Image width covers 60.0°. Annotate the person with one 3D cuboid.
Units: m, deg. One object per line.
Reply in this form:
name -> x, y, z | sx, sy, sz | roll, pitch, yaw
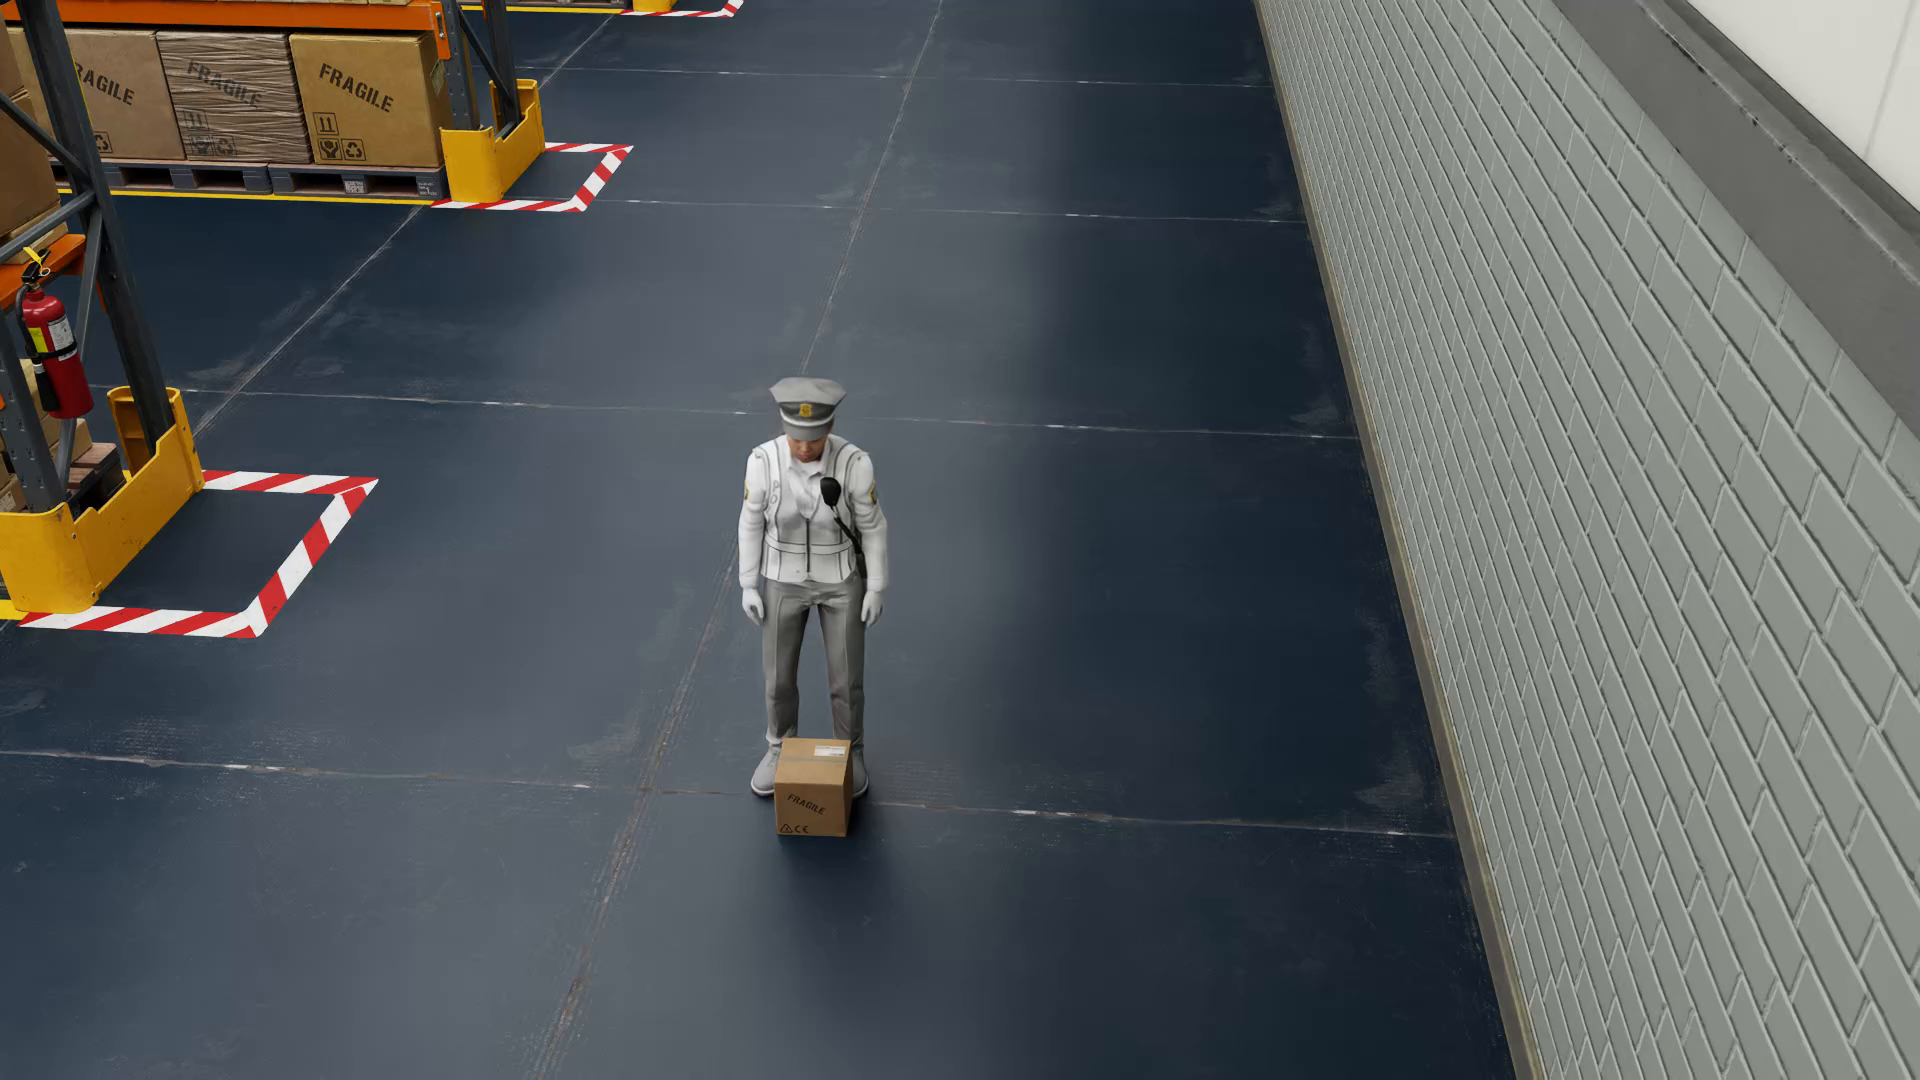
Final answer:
person -> -0.514, 0.170, 5.864 | 0.526, 1.662, 0.374 | 1, 32, 2
